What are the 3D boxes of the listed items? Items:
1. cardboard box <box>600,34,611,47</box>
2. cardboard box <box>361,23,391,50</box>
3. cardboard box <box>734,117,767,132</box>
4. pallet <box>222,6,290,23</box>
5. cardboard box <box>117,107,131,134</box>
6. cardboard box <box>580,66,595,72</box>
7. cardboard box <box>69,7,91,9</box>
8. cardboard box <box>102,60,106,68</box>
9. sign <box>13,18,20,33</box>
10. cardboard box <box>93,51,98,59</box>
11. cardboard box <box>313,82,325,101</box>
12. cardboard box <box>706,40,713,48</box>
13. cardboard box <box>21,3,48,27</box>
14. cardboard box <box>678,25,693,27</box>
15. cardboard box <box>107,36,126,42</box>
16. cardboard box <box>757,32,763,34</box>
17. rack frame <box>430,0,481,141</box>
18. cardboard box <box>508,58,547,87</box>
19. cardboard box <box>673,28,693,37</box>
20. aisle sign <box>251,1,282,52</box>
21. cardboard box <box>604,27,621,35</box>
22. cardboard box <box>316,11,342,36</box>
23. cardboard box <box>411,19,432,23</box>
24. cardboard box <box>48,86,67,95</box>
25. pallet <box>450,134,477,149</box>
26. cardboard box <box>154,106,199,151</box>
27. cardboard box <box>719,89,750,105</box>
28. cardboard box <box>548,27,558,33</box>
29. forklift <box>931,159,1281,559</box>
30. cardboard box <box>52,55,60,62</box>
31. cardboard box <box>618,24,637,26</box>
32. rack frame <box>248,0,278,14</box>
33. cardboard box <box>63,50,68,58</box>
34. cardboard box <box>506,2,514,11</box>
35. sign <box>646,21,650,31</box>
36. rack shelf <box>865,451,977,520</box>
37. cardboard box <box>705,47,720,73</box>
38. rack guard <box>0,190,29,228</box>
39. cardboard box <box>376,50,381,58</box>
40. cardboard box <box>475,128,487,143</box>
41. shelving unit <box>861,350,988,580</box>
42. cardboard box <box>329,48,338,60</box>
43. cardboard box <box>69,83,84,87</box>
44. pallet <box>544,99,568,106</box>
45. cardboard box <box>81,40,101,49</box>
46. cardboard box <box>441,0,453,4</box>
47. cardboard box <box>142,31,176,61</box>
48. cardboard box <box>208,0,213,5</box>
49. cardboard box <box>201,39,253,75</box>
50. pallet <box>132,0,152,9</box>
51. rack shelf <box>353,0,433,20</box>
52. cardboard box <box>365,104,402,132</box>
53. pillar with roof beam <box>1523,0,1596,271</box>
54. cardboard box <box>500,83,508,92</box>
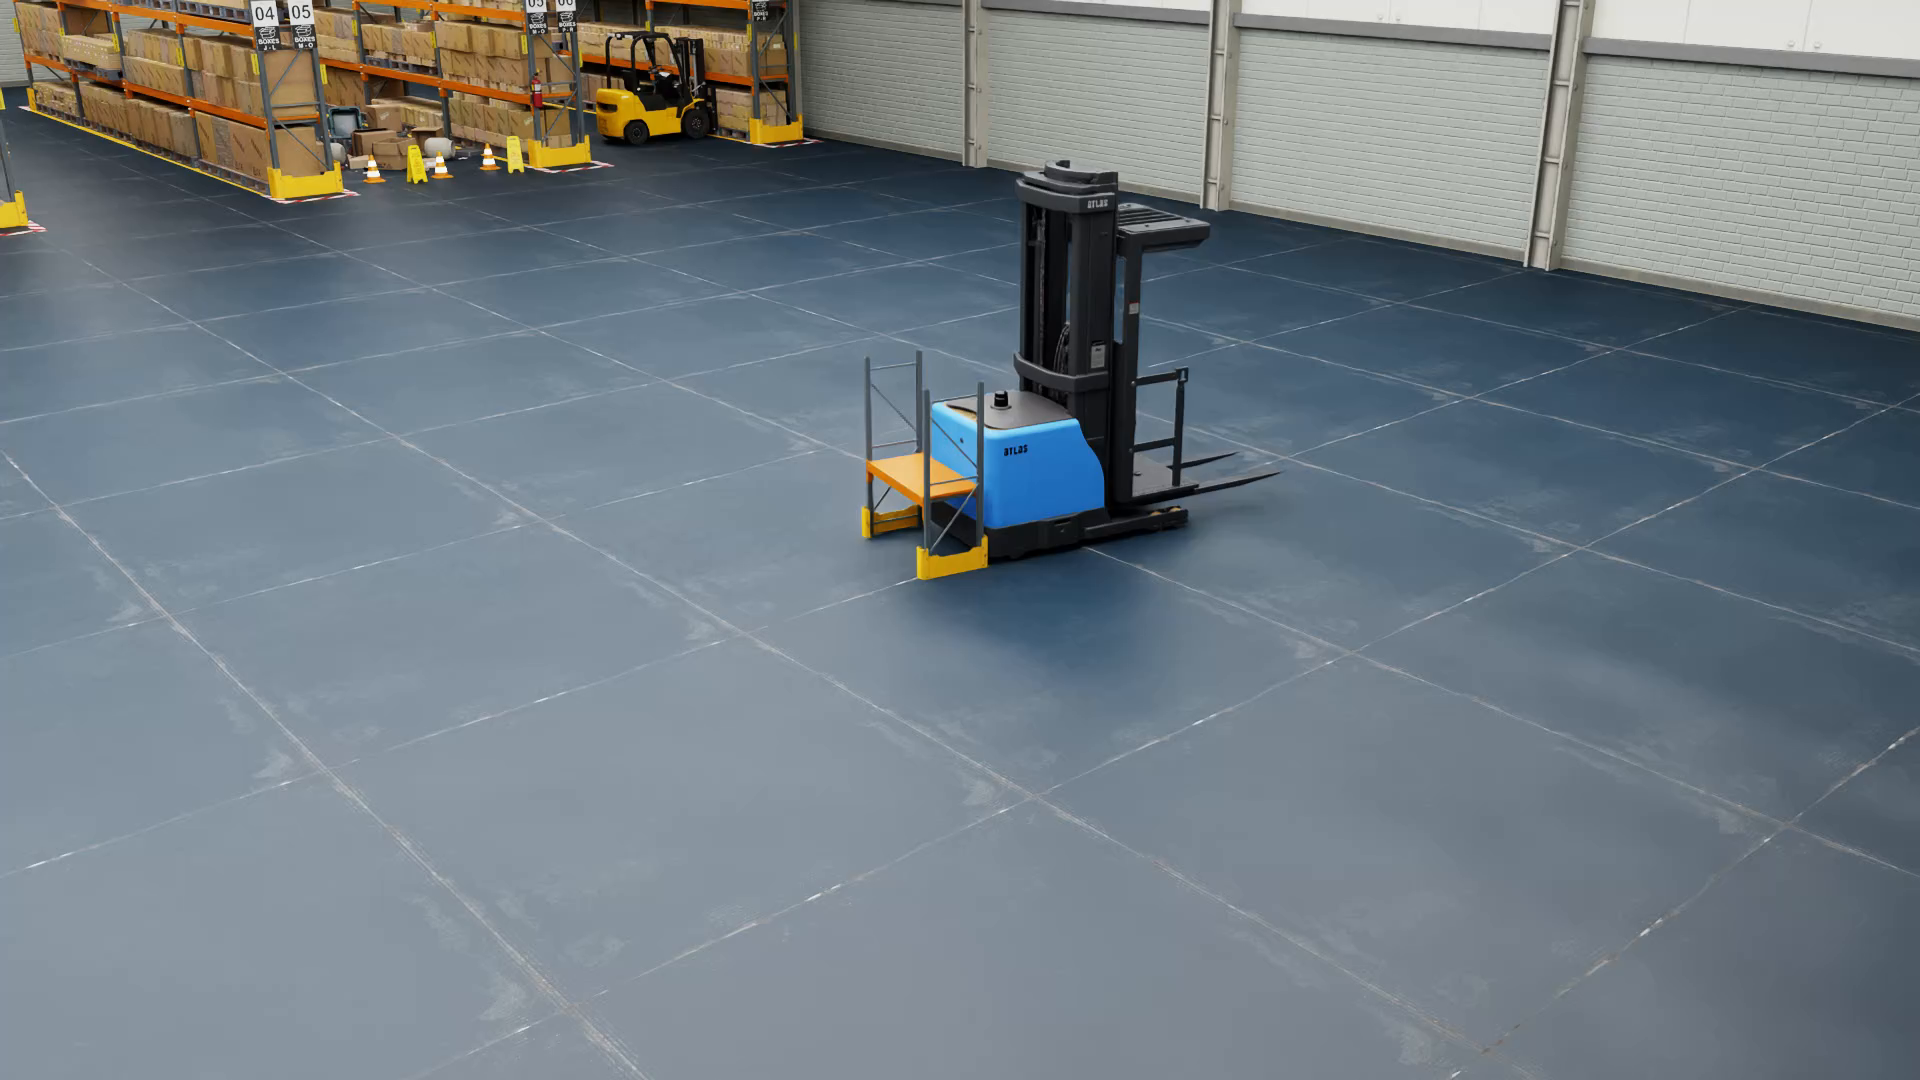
[{"bbox_3d":[-7.965,-11.545,38.367,0.500,0.250,0.500,-17,27,-37],"label":"cardboard box"},{"bbox_3d":[-12.716,-11.004,36.345,0.500,0.500,0.500,-18,28,-39],"label":"cardboard box"},{"bbox_3d":[-4.400,-8.745,34.893,0.500,0.250,0.500,-17,27,-37],"label":"cardboard box"},{"bbox_3d":[-11.788,-8.944,28.215,1.003,0.211,1.213,-17,27,-37],"label":"pallet"},{"bbox_3d":[-17.146,-8.748,34.557,0.500,0.500,0.500,-18,27,-38],"label":"cardboard box"},{"bbox_3d":[-9.180,-11.537,40.790,0.380,0.149,0.250,-16,26,-35],"label":"cardboard box"},{"bbox_3d":[-19.589,-11.674,37.262,0.500,0.500,0.500,-18,28,-39],"label":"cardboard box"},{"bbox_3d":[-17.349,-9.771,34.086,0.380,0.149,0.250,-18,27,-38],"label":"cardboard box"},{"bbox_3d":[-22.151,-12.081,39.028,0.100,0.325,0.005,-17,27,-37],"label":"sign"},{"bbox_3d":[-17.698,-10.056,34.407,0.380,0.149,0.250,-17,27,-37],"label":"cardboard box"},{"bbox_3d":[-14.980,-10.962,39.696,0.875,0.875,0.875,-16,27,-36],"label":"cardboard box"},{"bbox_3d":[-5.148,-10.501,35.156,0.380,0.149,0.250,-17,27,-37],"label":"cardboard box"},{"bbox_3d":[-21.314,-12.132,38.431,0.500,0.500,0.500,-16,27,-36],"label":"cardboard box"},{"bbox_3d":[-6.028,-11.351,36.918,0.380,0.149,0.250,-17,27,-37],"label":"cardboard box"},{"bbox_3d":[-18.047,-10.706,35.657,0.380,0.149,0.250,-19,28,-39],"label":"cardboard box"},{"bbox_3d":[-4.240,-10.556,34.887,0.380,0.149,0.250,-17,27,-36],"label":"cardboard box"},{"bbox_3d":[-10.223,-9.698,34.131,1.000,3.000,0.127,-17,27,-37],"label":"rack frame"},{"bbox_3d":[-8.175,-8.862,31.452,0.500,0.500,0.500,-18,28,-38],"label":"cardboard box"},{"bbox_3d":[-5.979,-10.994,36.006,0.380,0.149,0.250,-17,27,-36],"label":"cardboard box"},{"bbox_3d":[-11.477,-8.506,27.523,0.394,0.787,0.004,-17,27,-37],"label":"aisle sign"},{"bbox_3d":[-7.944,-11.671,38.143,0.380,0.149,0.250,-18,28,-39],"label":"cardboard box"},{"bbox_3d":[-14.355,-11.816,38.030,0.500,0.500,0.500,-18,28,-38],"label":"cardboard box"},{"bbox_3d":[-11.552,-11.101,35.702,0.380,0.149,0.250,-19,28,-40],"label":"cardboard box"},{"bbox_3d":[-20.781,-10.367,38.358,0.380,0.149,0.250,-17,27,-37],"label":"cardboard box"},{"bbox_3d":[-9.758,-8.222,34.187,1.003,0.211,1.213,-17,27,-37],"label":"pallet"},{"bbox_3d":[-15.007,-8.057,32.450,1.050,0.750,0.750,-17,27,-37],"label":"cardboard box"},{"bbox_3d":[-4.729,-9.349,35.063,0.500,0.250,0.500,-17,27,-36],"label":"cardboard box"},{"bbox_3d":[-10.010,-12.326,40.470,0.500,0.250,0.500,-19,28,-40],"label":"cardboard box"},{"bbox_3d":[1.299,-1.585,13.512,3.031,2.935,1.130,-12,24,-27],"label":"forklift"},{"bbox_3d":[-20.222,-10.886,37.509,0.380,0.149,0.250,-19,28,-40],"label":"cardboard box"},{"bbox_3d":[-7.781,-11.970,38.905,0.380,0.149,0.250,-18,28,-38],"label":"cardboard box"},{"bbox_3d":[-11.296,-10.180,27.135,1.000,3.000,0.127,-17,27,-37],"label":"rack frame"},{"bbox_3d":[-19.220,-10.562,36.106,0.380,0.149,0.250,-19,28,-40],"label":"cardboard box"},{"bbox_3d":[-8.244,-9.965,31.045,0.380,0.149,0.250,-17,27,-37],"label":"cardboard box"},{"bbox_3d":[-6.870,-11.251,36.617,0.100,0.325,0.005,-17,27,-37],"label":"sign"},{"bbox_3d":[-0.287,-0.440,13.044,0.538,0.185,1.000,-11,24,-26],"label":"rack shelf"},{"bbox_3d":[-5.041,-10.182,35.231,0.500,0.500,0.500,-18,28,-38],"label":"cardboard box"},{"bbox_3d":[-15.169,-5.090,25.795,1.175,0.500,0.348,-17,27,-37],"label":"rack guard"},{"bbox_3d":[-12.460,-10.575,36.138,0.380,0.149,0.250,-20,29,-41],"label":"cardboard box"},{"bbox_3d":[-9.337,-8.095,33.233,0.500,0.250,0.500,-18,28,-38],"label":"cardboard box"},{"bbox_3d":[-0.292,-0.610,12.986,0.587,1.500,1.083,-11,24,-26],"label":"shelving unit"},{"bbox_3d":[-14.023,-11.091,37.894,0.500,0.250,0.500,-18,28,-38],"label":"cardboard box"},{"bbox_3d":[-20.696,-10.655,39.092,0.380,0.149,0.250,-19,28,-39],"label":"cardboard box"},{"bbox_3d":[-9.535,-10.902,41.030,1.003,0.211,1.213,-17,27,-37],"label":"pallet"},{"bbox_3d":[-18.197,-10.408,34.898,0.380,0.149,0.250,-16,27,-36],"label":"cardboard box"},{"bbox_3d":[-10.079,-10.747,33.040,0.380,0.149,0.250,-17,27,-37],"label":"cardboard box"},{"bbox_3d":[-15.565,-9.702,32.632,0.700,0.500,0.500,-18,28,-38],"label":"cardboard box"},{"bbox_3d":[-12.765,-9.341,28.738,0.380,0.149,0.250,-17,27,-37],"label":"cardboard box"},{"bbox_3d":[-12.997,-8.648,29.763,0.875,0.550,0.550,-17,27,-37],"label":"cardboard box"},{"bbox_3d":[-15.325,-10.432,32.151,1.003,0.211,1.213,-16,26,-35],"label":"pallet"},{"bbox_3d":[-11.528,-11.312,35.126,1.077,0.370,4.000,-17,27,-37],"label":"rack shelf"},{"bbox_3d":[-11.552,-8.454,33.345,0.500,0.500,0.500,-17,27,-37],"label":"cardboard box"},{"bbox_3d":[4.862,-6.978,18.960,9.100,9.000,0.400,-17,27,-37],"label":"pillar with roof beam"},{"bbox_3d":[-8.610,-8.711,31.957,0.380,0.149,0.250,-17,27,-37],"label":"cardboard box"}]
